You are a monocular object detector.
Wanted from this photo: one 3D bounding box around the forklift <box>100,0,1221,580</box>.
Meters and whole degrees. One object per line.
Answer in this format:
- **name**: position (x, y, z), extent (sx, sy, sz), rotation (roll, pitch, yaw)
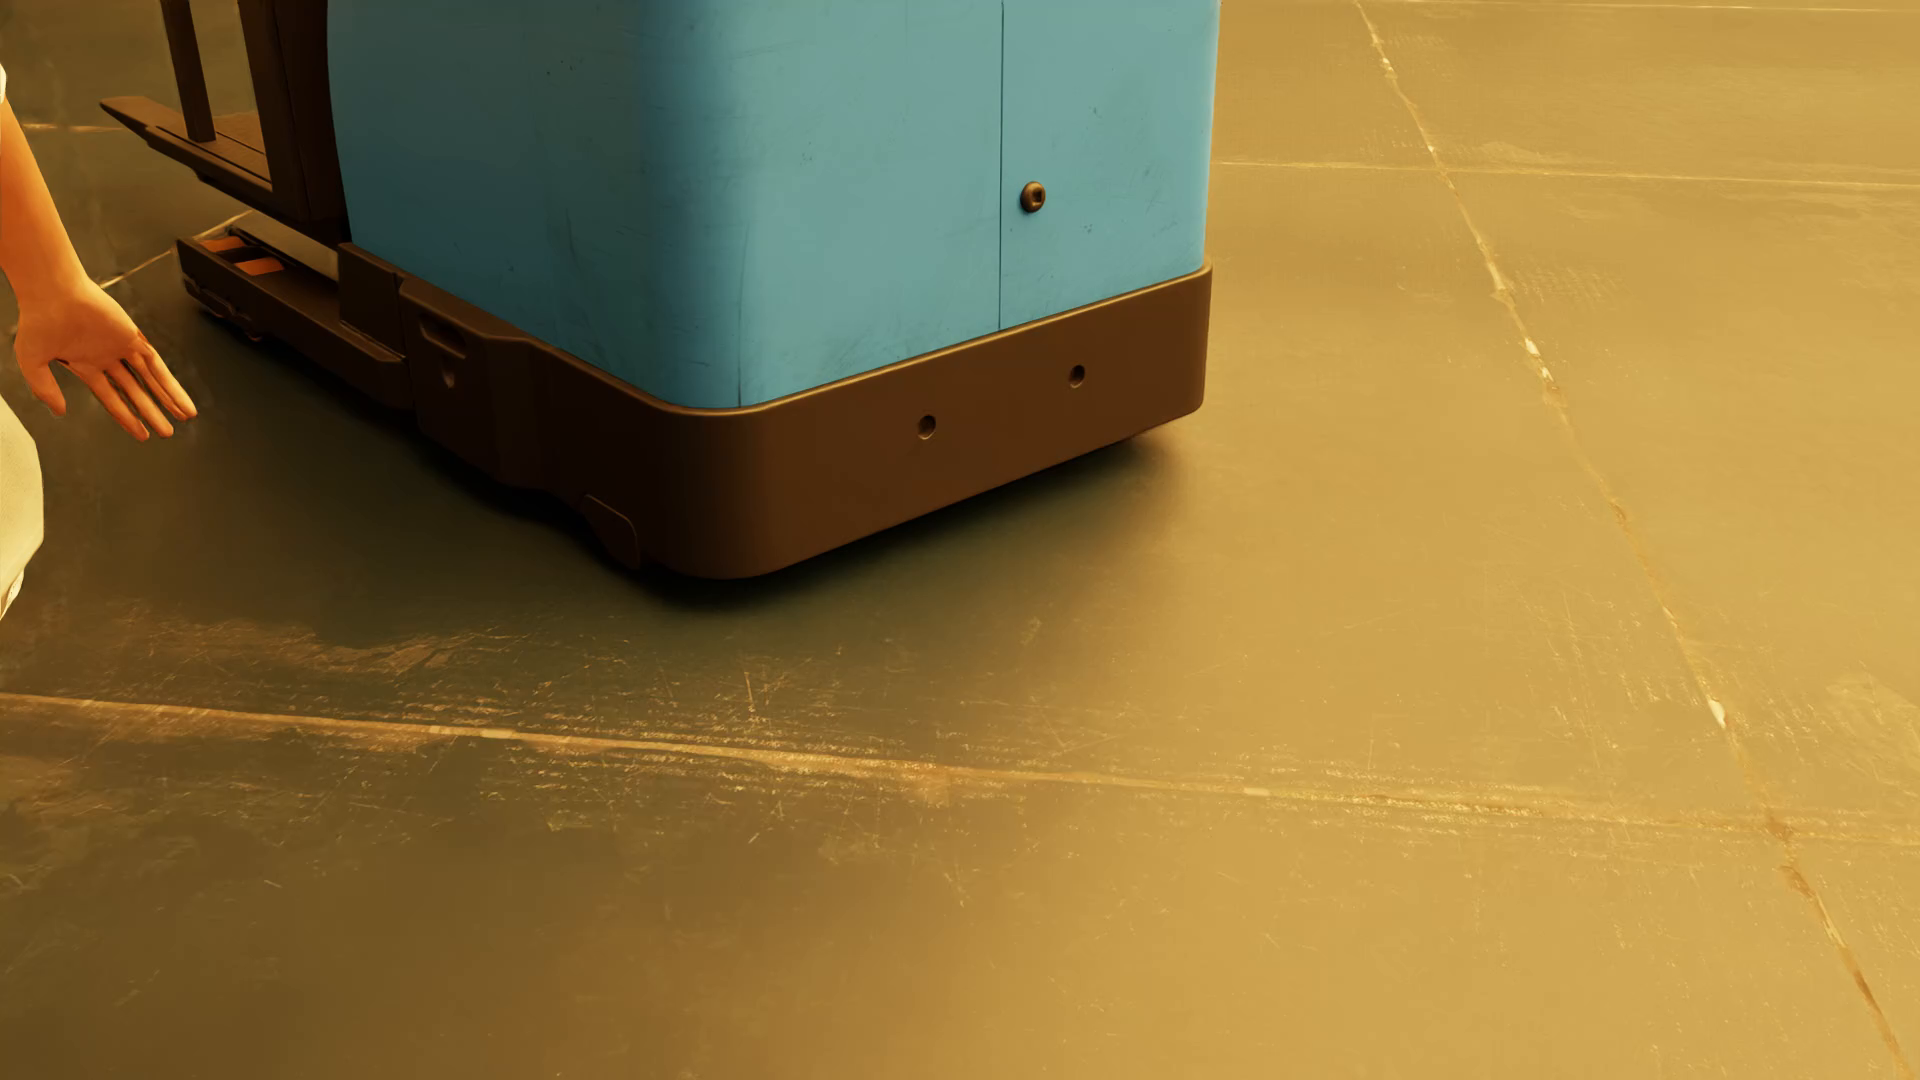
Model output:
- **forklift**: position (-0.943, -1.834, 2.893), extent (1.130, 2.935, 3.031), rotation (-22, 34, -37)
